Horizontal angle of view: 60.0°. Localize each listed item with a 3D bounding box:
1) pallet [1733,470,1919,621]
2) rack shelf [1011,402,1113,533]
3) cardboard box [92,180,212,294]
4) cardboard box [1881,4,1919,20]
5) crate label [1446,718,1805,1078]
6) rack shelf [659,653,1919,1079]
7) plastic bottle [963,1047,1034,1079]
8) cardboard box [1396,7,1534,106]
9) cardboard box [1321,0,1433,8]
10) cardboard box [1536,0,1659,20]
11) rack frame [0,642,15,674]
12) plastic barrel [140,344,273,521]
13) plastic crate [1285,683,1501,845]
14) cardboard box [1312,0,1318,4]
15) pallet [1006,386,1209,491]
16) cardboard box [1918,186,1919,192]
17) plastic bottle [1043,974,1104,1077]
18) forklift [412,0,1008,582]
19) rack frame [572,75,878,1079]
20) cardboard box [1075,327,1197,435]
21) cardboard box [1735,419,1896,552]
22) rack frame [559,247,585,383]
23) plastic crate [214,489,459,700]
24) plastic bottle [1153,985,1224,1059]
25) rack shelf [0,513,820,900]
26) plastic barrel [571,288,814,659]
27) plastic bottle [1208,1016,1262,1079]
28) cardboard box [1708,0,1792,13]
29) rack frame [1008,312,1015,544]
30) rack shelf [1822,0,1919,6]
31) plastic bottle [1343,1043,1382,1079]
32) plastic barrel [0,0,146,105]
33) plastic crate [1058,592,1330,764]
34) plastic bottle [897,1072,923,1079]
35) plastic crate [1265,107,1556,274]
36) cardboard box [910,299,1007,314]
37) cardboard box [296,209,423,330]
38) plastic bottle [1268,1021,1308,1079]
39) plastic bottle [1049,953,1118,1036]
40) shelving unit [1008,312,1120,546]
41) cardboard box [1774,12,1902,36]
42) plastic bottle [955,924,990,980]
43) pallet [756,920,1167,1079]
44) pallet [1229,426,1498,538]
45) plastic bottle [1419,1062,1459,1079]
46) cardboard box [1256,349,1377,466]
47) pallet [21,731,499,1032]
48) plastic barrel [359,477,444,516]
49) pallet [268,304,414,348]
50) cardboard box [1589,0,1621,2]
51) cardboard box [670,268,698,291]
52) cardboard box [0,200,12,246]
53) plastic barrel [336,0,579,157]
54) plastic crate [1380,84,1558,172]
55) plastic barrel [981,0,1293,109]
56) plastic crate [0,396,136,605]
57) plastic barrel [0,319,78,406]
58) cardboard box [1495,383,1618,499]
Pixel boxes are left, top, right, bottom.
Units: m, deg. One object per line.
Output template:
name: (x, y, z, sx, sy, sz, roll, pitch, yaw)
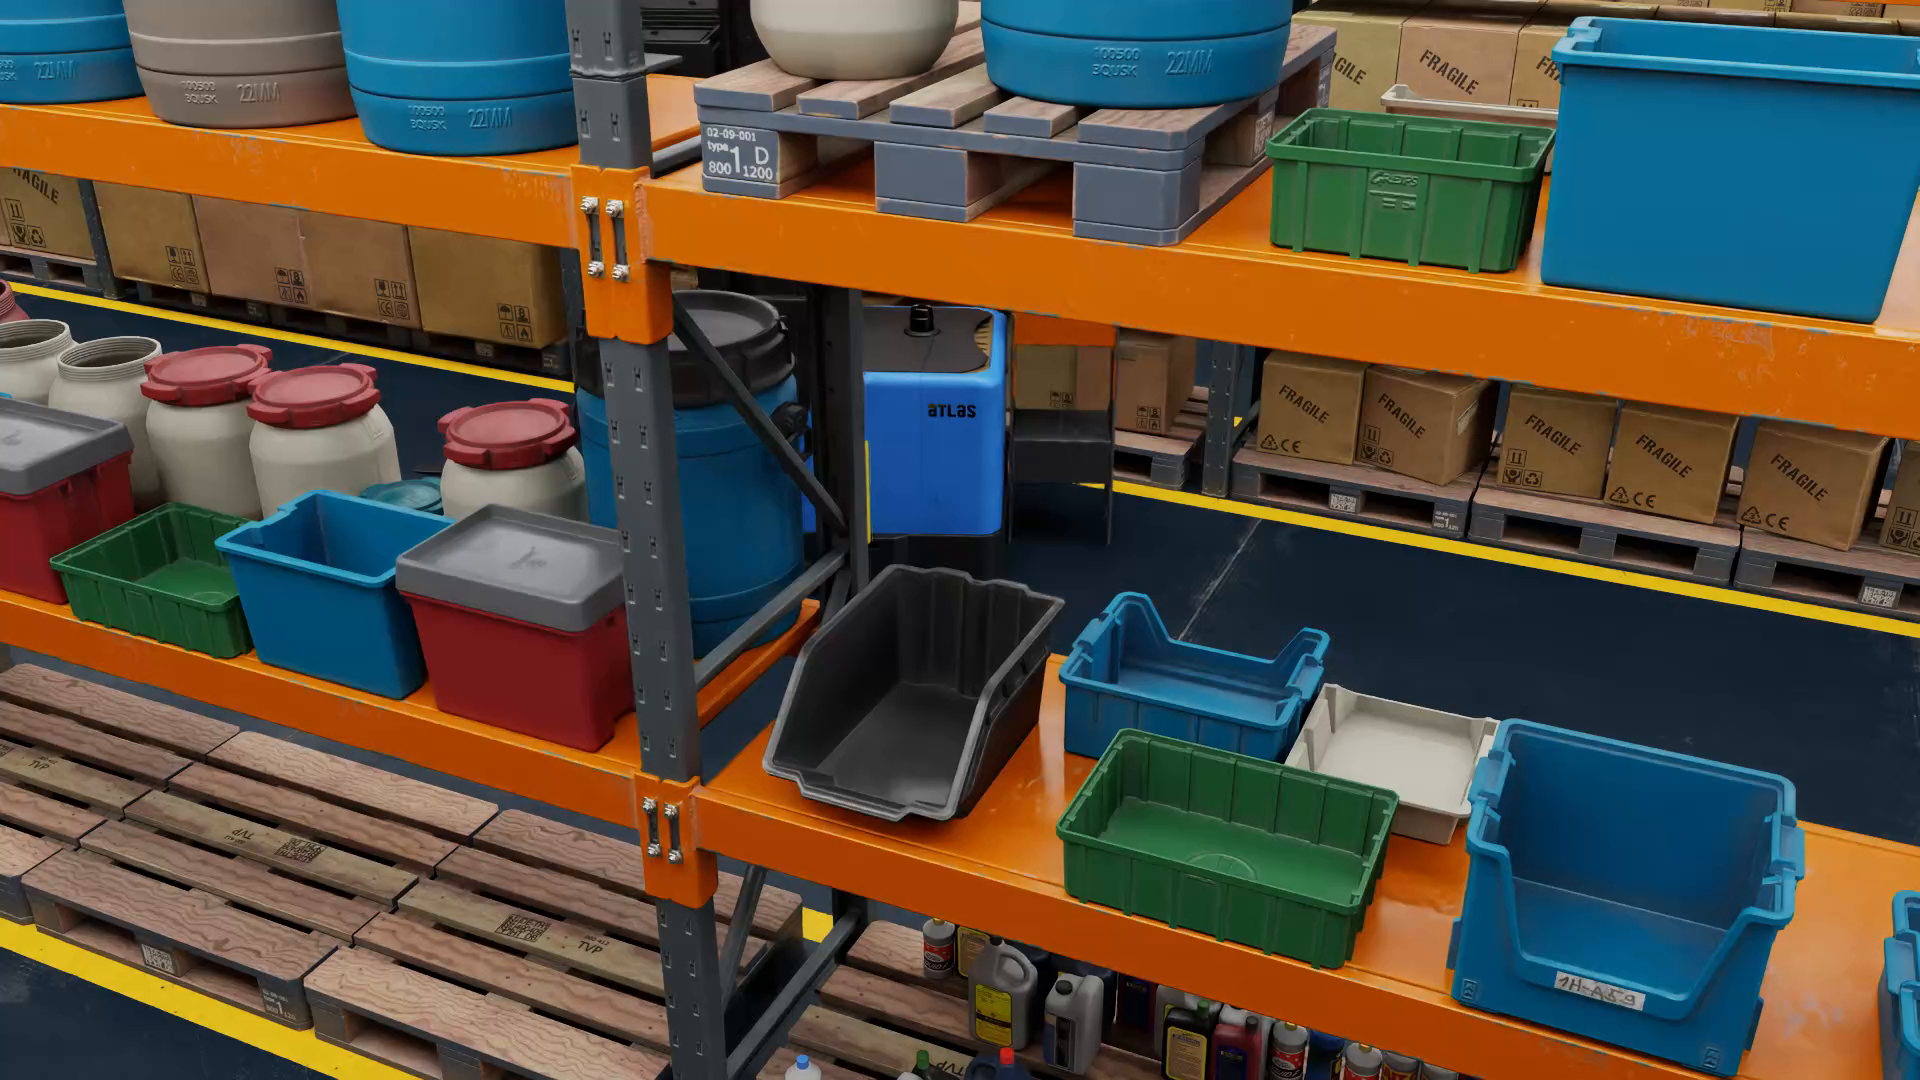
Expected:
pallet: (4.375, 0.038, 7.935, 1.213, 0.211, 1.003, 11, 28, 22)
rack shelf: (0.498, -0.363, 8.227, 0.480, 0.518, 0.431, 1, 26, 3)
cardboard box: (-5.164, -2.357, 11.572, 0.875, 0.875, 1.225, 11, 28, 22)
cardboard box: (6.453, -3.711, 11.000, 0.550, 0.550, 0.875, 11, 28, 22)
crate label: (1.331, 0.711, 3.370, 0.616, 0.435, 0.502, 11, 28, 22)
rack shelf: (1.298, 0.912, 3.817, 4.000, 0.370, 1.077, 11, 28, 22)
plastic bottle: (0.100, 1.471, 4.368, 0.185, 0.351, 0.144, 11, 28, 22)
cardboard box: (2.288, -2.120, 7.578, 0.500, 0.500, 0.500, 11, 28, 22)
cardboard box: (2.051, -2.423, 8.195, 0.500, 0.500, 0.500, 11, 28, 22)
cardboard box: (2.961, -2.241, 7.823, 0.500, 0.500, 0.500, 11, 28, 22)
rack frame: (-4.164, -0.508, 5.886, 0.127, 3.000, 1.000, 11, 28, 22)
plastic barrel: (-2.365, -0.314, 5.338, 0.433, 0.535, 0.433, 0, 26, 0)
plastic crate: (1.060, 0.537, 4.063, 0.437, 0.136, 0.530, 11, 28, 22)
cardboard box: (2.627, -3.869, 12.600, 0.500, 0.500, 0.500, 11, 28, 21)
pallet: (0.818, -0.659, 9.349, 1.213, 0.211, 1.003, 11, 28, 22)
cardboard box: (4.174, -1.370, 7.187, 0.500, 0.500, 0.875, 11, 28, 22)
plastic bottle: (0.319, 1.349, 4.700, 0.135, 0.276, 0.152, 11, 28, 22)
forklift: (-1.291, -1.313, 7.598, 3.031, 2.935, 1.130, 1, 26, 3)
rack frame: (-0.523, 0.223, 4.401, 0.127, 3.000, 1.000, 11, 28, 22)
cardboard box: (0.977, -0.965, 9.146, 0.500, 0.500, 0.700, 9, 28, 18)
cardboard box: (4.049, -0.320, 7.859, 0.500, 0.500, 0.500, 20, 33, 35)
rack frame: (-2.114, -2.500, 9.931, 0.127, 3.000, 1.000, 11, 28, 22)
plastic crate: (-1.656, 0.154, 4.560, 0.575, 0.384, 0.392, 11, 28, 22)
plastic bottle: (0.651, 1.310, 4.693, 0.185, 0.351, 0.144, 11, 28, 21)
rack shelf: (-2.343, 0.180, 5.302, 4.000, 0.370, 1.077, 11, 28, 22)
plastic barrel: (-0.749, -0.194, 4.681, 0.708, 0.901, 0.600, 11, 28, 22)
plastic bottle: (0.754, 1.415, 4.558, 0.133, 0.283, 0.061, 11, 28, 22)
cardboard box: (5.463, -3.913, 11.409, 0.500, 0.550, 0.875, 11, 28, 22)
rack frame: (0.254, -1.009, 7.922, 0.015, 2.100, 0.400, 1, 26, 3)
rack shelf: (3.348, -2.426, 7.199, 4.000, 0.370, 1.077, 11, 28, 22)
plastic bottle: (1.104, 1.457, 4.565, 0.097, 0.201, 0.097, 0, 26, 0)
plastic barrel: (-2.266, -1.592, 4.125, 0.708, 0.901, 0.600, 11, 28, 22)
plastic crate: (0.597, 0.383, 4.244, 0.616, 0.251, 0.499, 11, 28, 22)
plastic bottle: (-0.109, 1.531, 4.331, 0.135, 0.276, 0.152, 12, 29, 24)
plastic crate: (0.801, -0.629, 2.976, 0.450, 0.188, 0.336, 11, 28, 22)
cardboard box: (0.042, -1.162, 9.546, 0.500, 0.500, 0.700, 9, 28, 17)
cardboard box: (-3.542, -2.035, 10.918, 0.875, 0.875, 1.225, 11, 28, 22)
plastic bottle: (0.917, 1.419, 4.641, 0.097, 0.201, 0.097, 0, 26, 0)
plastic bottle: (0.357, 1.251, 4.813, 0.185, 0.351, 0.144, 10, 28, 19)
shelving unit: (0.498, -1.004, 7.911, 0.503, 2.100, 0.431, 1, 26, 3)
cardboard box: (3.873, -2.059, 7.454, 0.500, 0.500, 0.500, 11, 28, 22)
plastic bottle: (0.052, 1.200, 4.994, 0.133, 0.283, 0.061, 13, 29, 24)
pallet: (0.071, 1.614, 4.733, 1.213, 0.211, 1.003, 11, 28, 22)
pallet: (2.153, -0.409, 8.841, 1.213, 0.211, 1.003, 11, 28, 22)
plastic bottle: (1.285, 1.462, 4.476, 0.097, 0.271, 0.097, 0, 26, 0)
cardboard box: (1.875, -0.746, 8.724, 0.500, 0.500, 0.500, 10, 28, 20)
pallet: (-2.368, 1.124, 5.728, 1.213, 0.211, 1.003, 11, 28, 22)
plastic barrel: (-1.664, -0.018, 5.048, 0.301, 0.262, 0.301, 0, 26, 0)
pallet: (-3.907, -1.647, 11.356, 1.213, 0.211, 1.003, 11, 28, 22)
cardboard box: (4.543, -4.161, 11.913, 0.550, 0.550, 0.875, 11, 28, 22)
cardboard box: (-1.496, -1.461, 10.153, 0.500, 0.500, 0.700, 10, 28, 19)
cardboard box: (-7.142, -2.784, 12.438, 0.875, 0.875, 0.875, 11, 28, 22)
plastic barrel: (-1.076, -1.353, 3.639, 0.708, 0.901, 0.600, 11, 28, 22)
plastic crate: (1.106, -0.873, 3.530, 0.396, 0.136, 0.243, 11, 28, 22)
plastic barrel: (0.339, -1.311, 3.077, 0.708, 0.901, 0.600, 11, 28, 22)
plastic crate: (-2.820, -0.118, 5.022, 0.583, 0.464, 0.402, 11, 28, 22)
plastic barrel: (-3.139, -0.456, 5.654, 0.421, 0.512, 0.421, 0, 26, 0)
cardboard box: (2.997, -0.562, 8.351, 0.500, 0.500, 0.500, 9, 28, 17)
